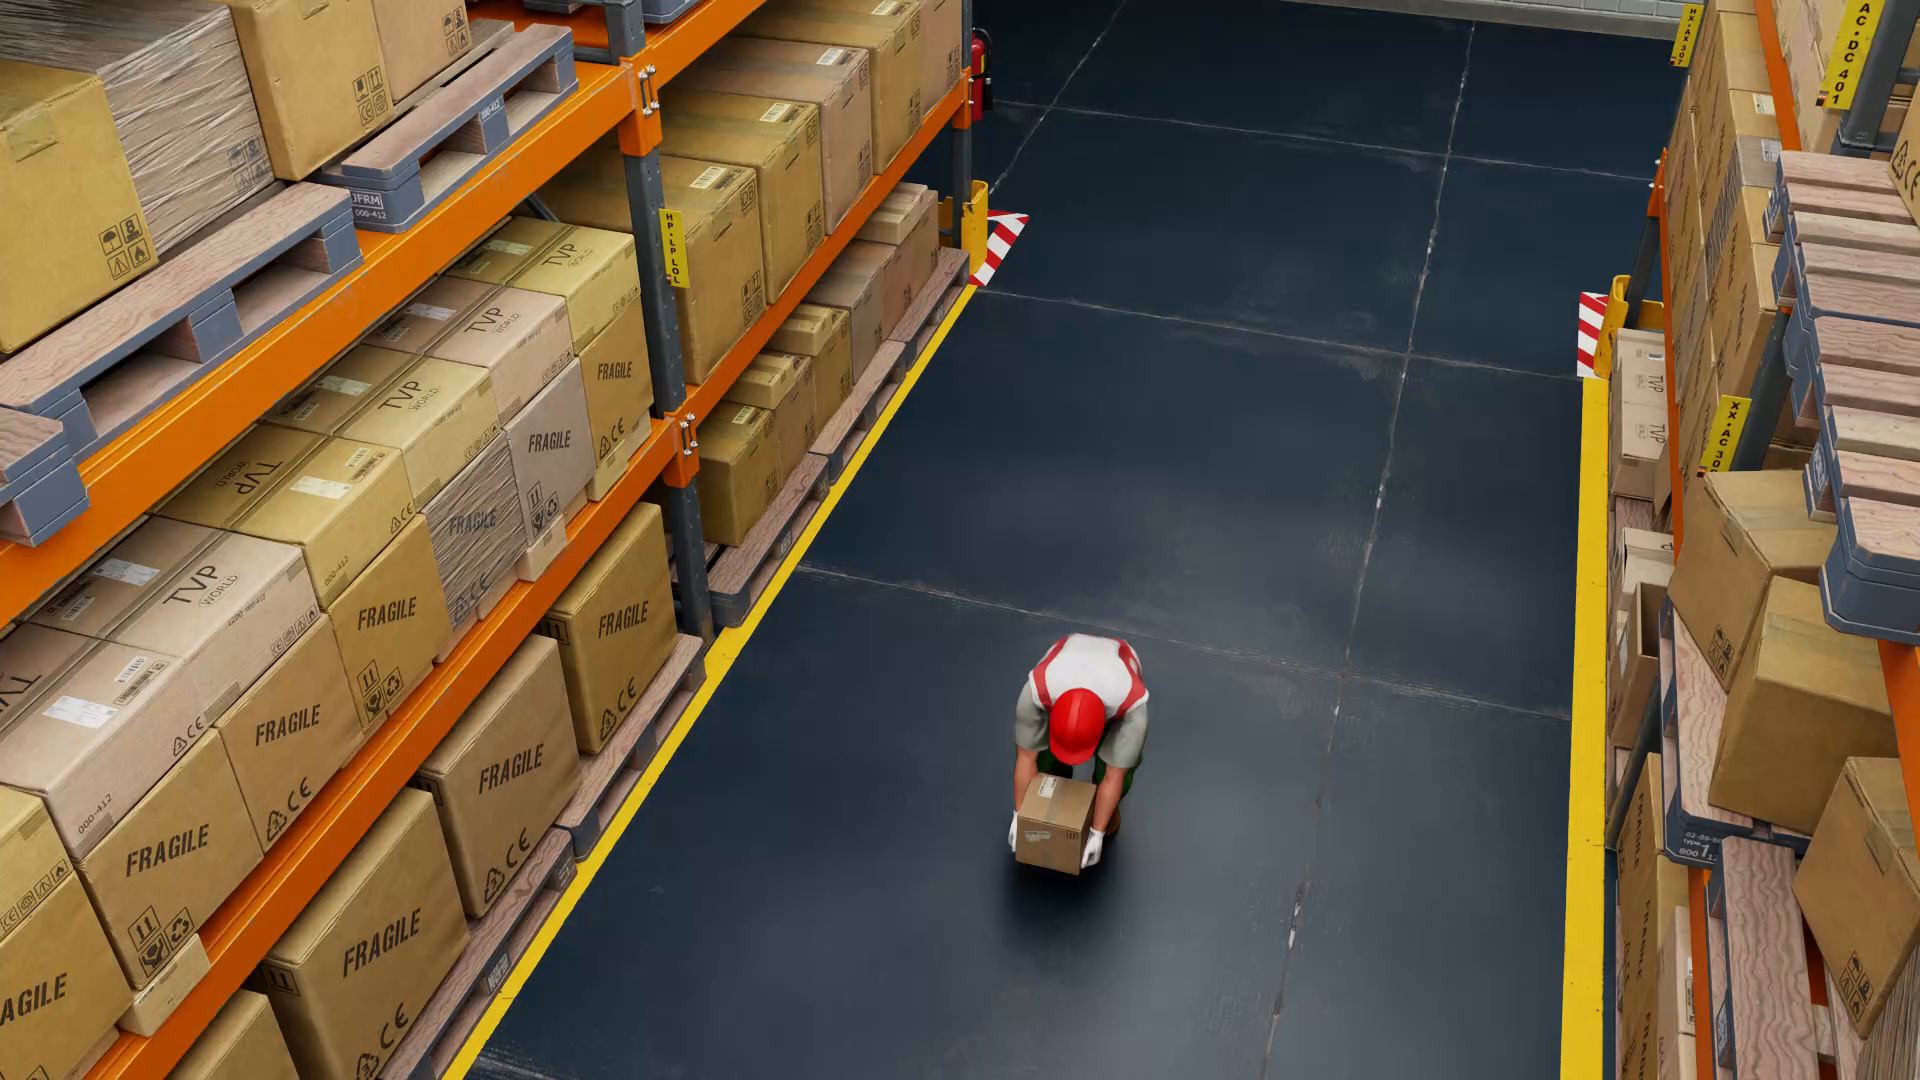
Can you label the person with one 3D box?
[{"bbox_3d":[0.479,0.763,6.518,0.534,0.996,0.894,10,38,13],"label":"person"}]
